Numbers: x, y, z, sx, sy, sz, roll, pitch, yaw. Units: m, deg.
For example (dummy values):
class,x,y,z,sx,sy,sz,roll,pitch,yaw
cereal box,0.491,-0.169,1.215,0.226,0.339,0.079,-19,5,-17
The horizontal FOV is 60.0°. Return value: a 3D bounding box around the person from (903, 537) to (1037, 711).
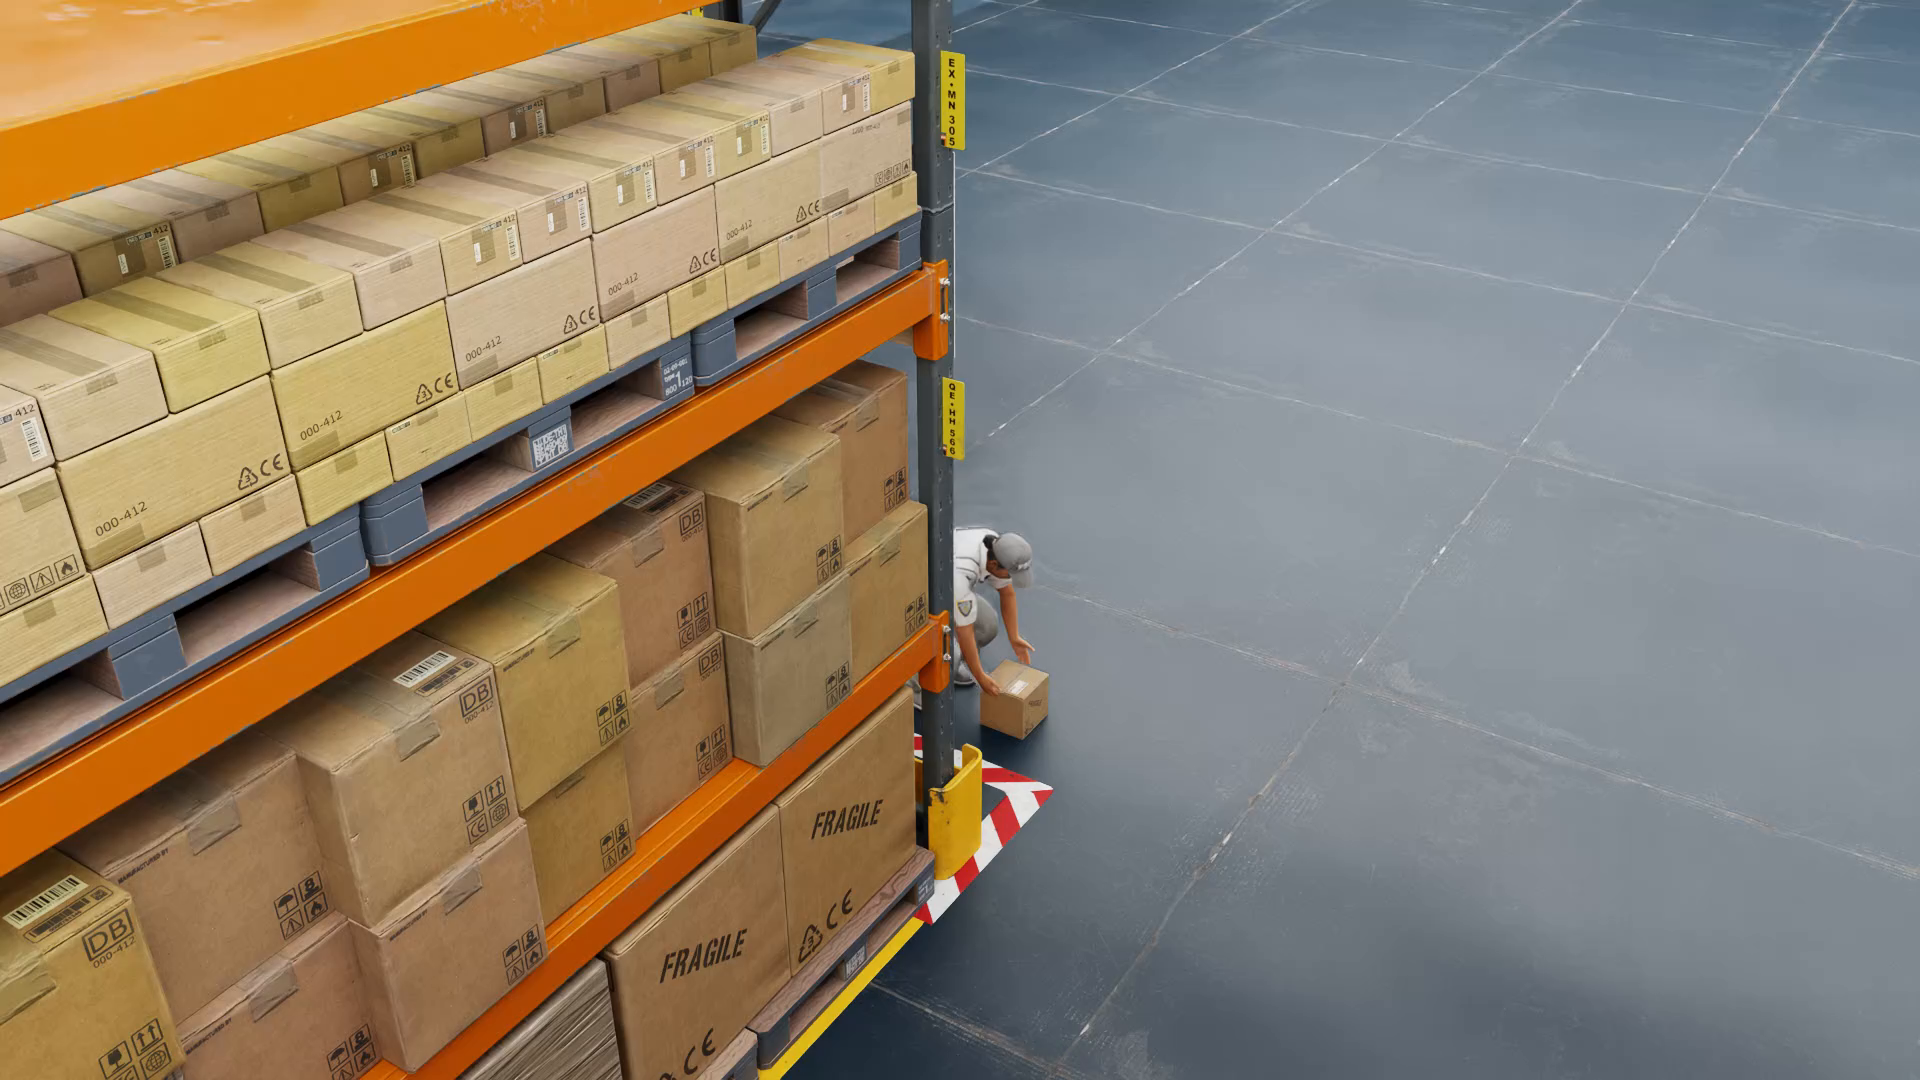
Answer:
class,x,y,z,sx,sy,sz,roll,pitch,yaw
person,-0.034,0.367,8.249,0.849,0.969,0.525,18,35,28
